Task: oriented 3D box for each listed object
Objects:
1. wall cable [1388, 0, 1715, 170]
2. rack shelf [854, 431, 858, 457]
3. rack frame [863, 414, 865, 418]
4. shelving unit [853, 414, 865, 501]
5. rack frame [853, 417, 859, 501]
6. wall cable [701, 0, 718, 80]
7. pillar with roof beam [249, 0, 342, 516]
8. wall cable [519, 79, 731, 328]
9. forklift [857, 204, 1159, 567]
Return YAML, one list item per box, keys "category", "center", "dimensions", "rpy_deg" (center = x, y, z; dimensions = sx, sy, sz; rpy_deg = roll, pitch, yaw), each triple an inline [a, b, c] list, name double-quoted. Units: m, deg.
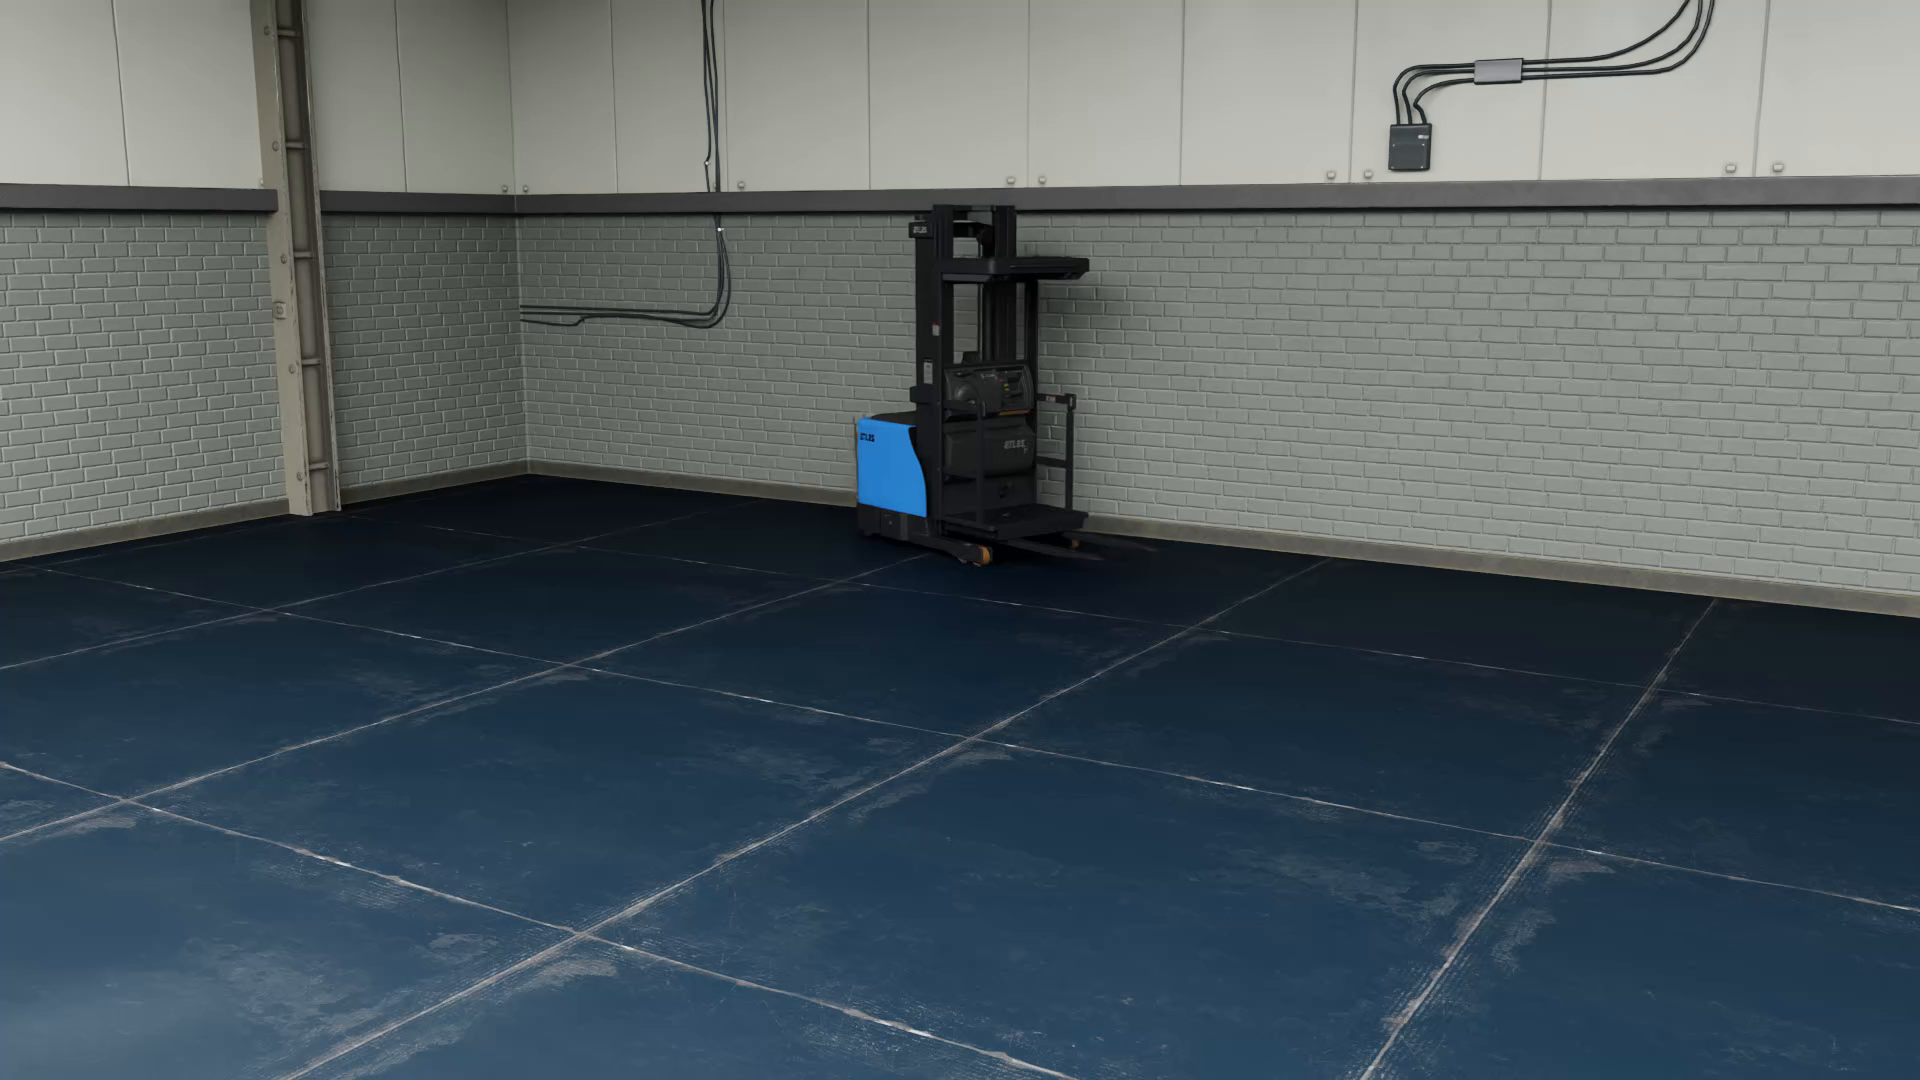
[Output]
- category: "wall cable"
  center: [4.420, -5.801, 12.159]
  dimensions: [2.305, 6.003, 0.169]
  rpy_deg: [6, 12, 31]
- category: "rack shelf"
  center: [-0.830, -0.899, 15.304]
  dimensions: [0.215, 0.259, 0.240]
  rpy_deg: [0, 10, 18]
- category: "rack frame"
  center: [-0.780, -0.651, 15.464]
  dimensions: [0.200, 1.050, 0.008]
  rpy_deg: [0, 10, 18]
- category: "shelving unit"
  center: [-0.817, -0.630, 15.350]
  dimensions: [0.215, 1.050, 0.252]
  rpy_deg: [0, 10, 18]
- category: "rack frame"
  center: [-0.855, -0.608, 15.236]
  dimensions: [0.200, 1.050, 0.008]
  rpy_deg: [0, 10, 18]
- category: "wall cable"
  center: [-1.374, -5.737, 15.770]
  dimensions: [3.097, 2.526, 0.112]
  rpy_deg: [6, 12, 31]
- category: "pillar with roof beam"
  center: [-2.666, -4.291, 13.332]
  dimensions: [9.100, 9.000, 0.400]
  rpy_deg: [6, 12, 31]
- category: "wall cable"
  center: [-3.686, -3.513, 17.615]
  dimensions: [3.097, 2.526, 0.112]
  rpy_deg: [6, 12, 31]
- category: "forklift"
  center: [0.383, -1.324, 13.976]
  dimensions: [1.130, 2.935, 3.031]
  rpy_deg: [-8, 14, -38]
